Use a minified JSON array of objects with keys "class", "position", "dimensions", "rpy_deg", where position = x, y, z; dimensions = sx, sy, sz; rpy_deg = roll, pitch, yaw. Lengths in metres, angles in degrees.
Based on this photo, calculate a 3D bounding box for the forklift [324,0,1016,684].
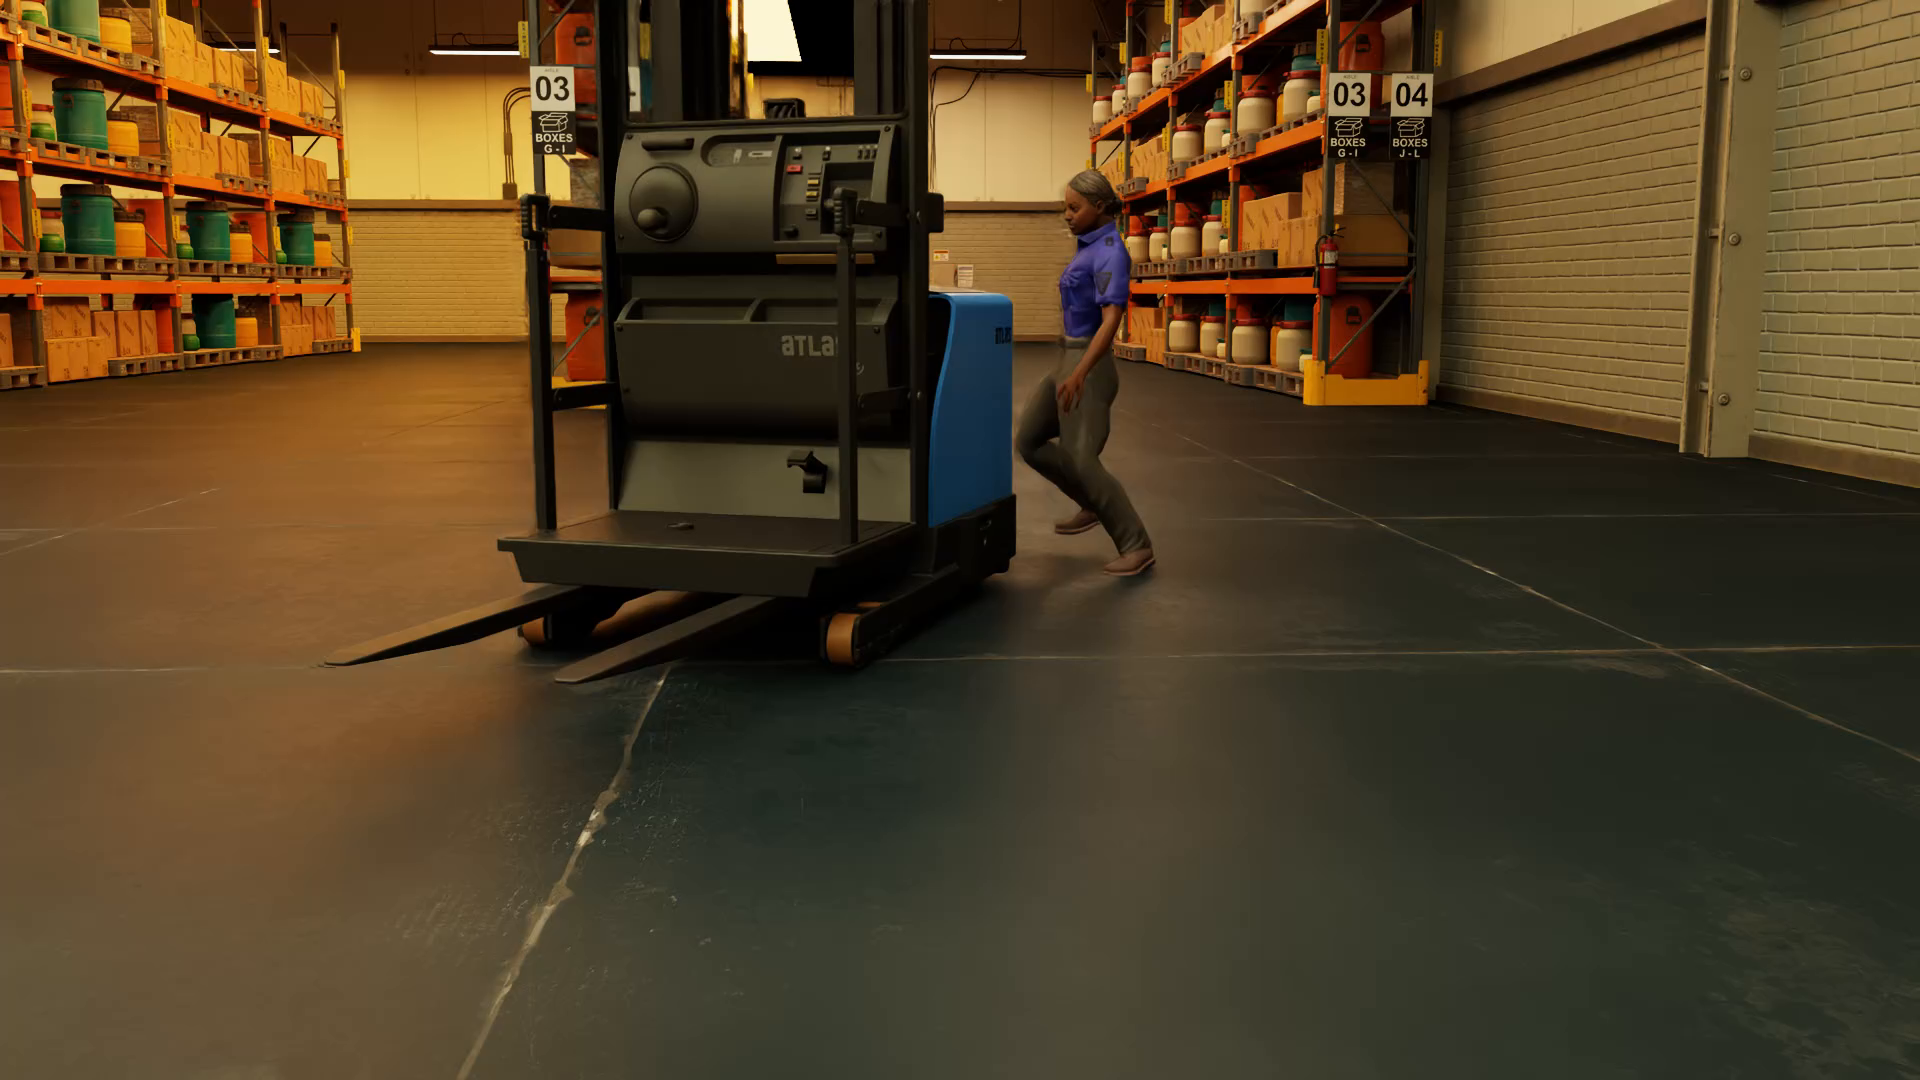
[{"class":"forklift","position":[-0.713,-1.142,5.024],"dimensions":[1.130,2.935,3.031],"rpy_deg":[3,9,17]}]

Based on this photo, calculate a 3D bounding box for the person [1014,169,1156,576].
[{"class":"person","position":[0.501,-0.679,6.661],"dimensions":[0.540,1.566,0.835],"rpy_deg":[0,8,-1]}]
